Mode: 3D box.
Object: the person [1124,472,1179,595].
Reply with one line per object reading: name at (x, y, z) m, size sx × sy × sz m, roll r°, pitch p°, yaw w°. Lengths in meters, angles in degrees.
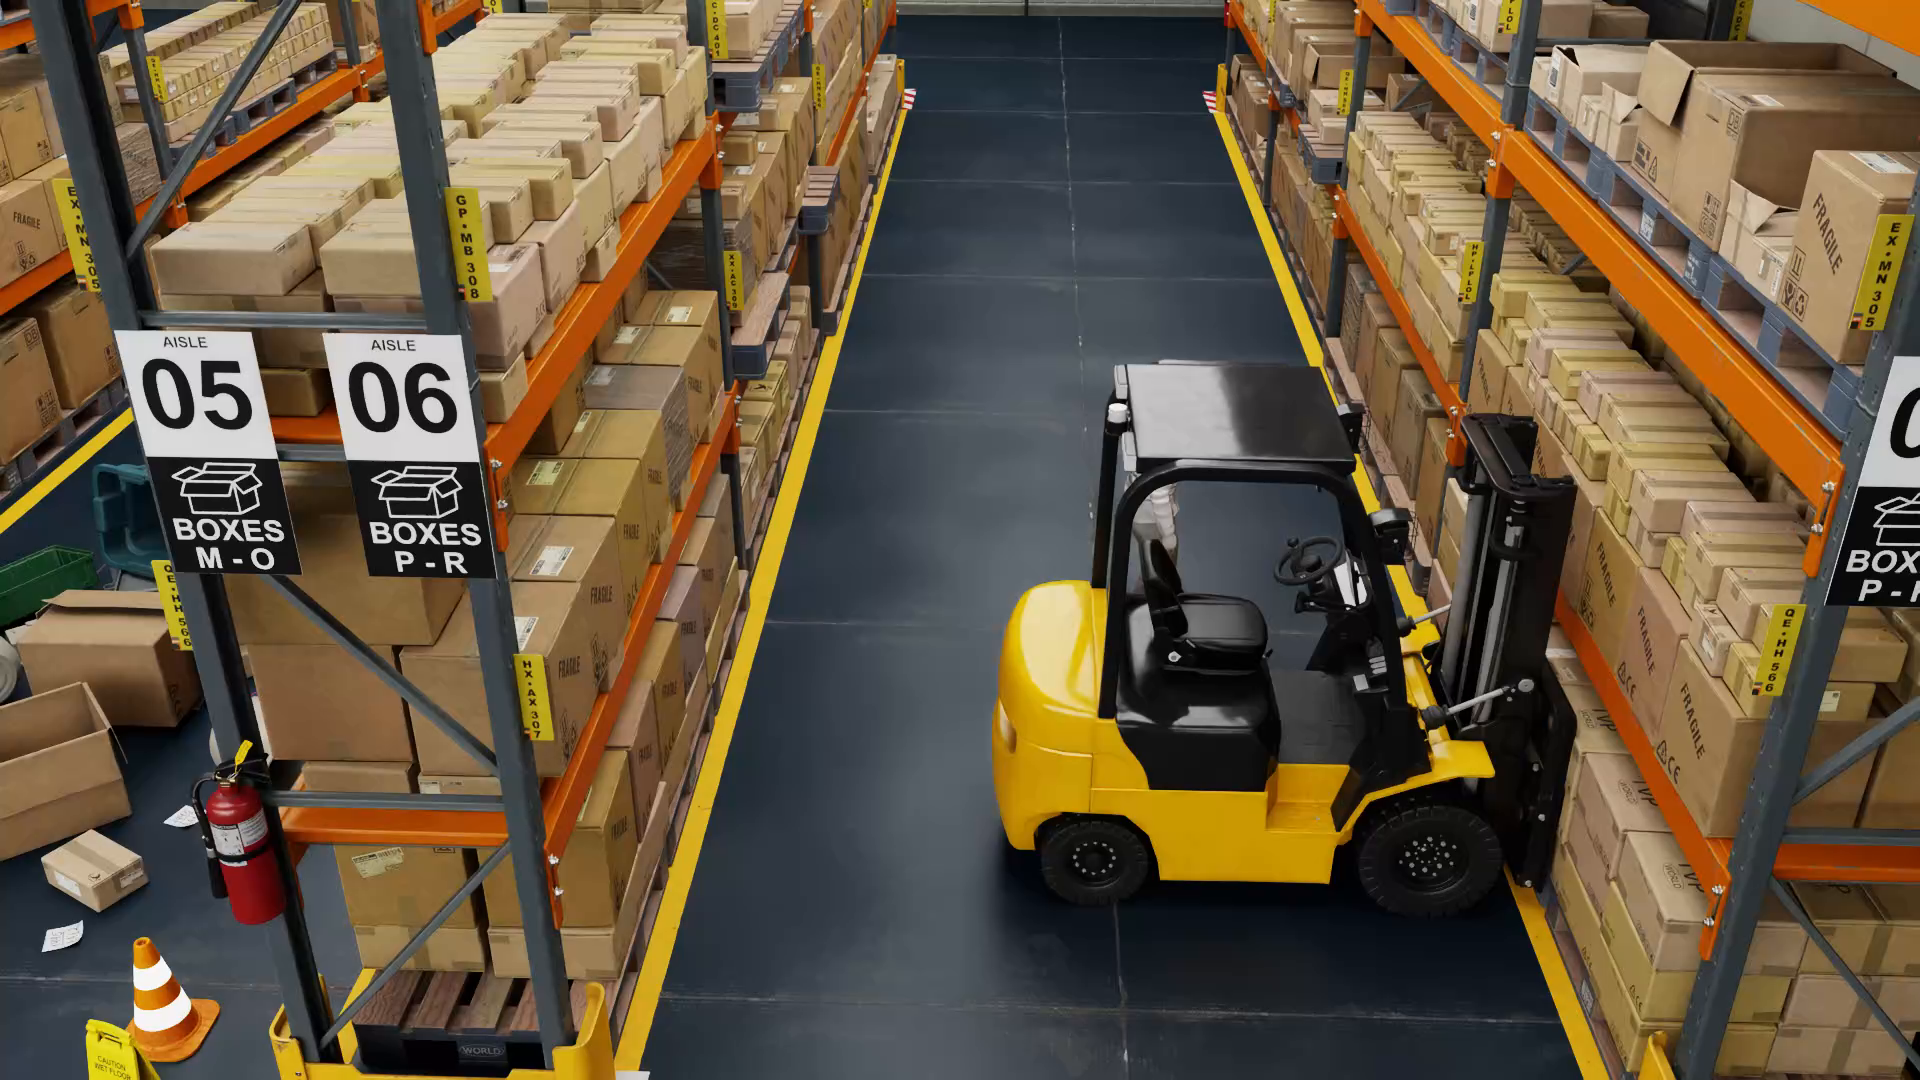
person at (1.058, -0.125, 8.855) m, size 0.373 × 1.661 × 0.536 m, roll -1°, pitch 28°, yaw -1°
